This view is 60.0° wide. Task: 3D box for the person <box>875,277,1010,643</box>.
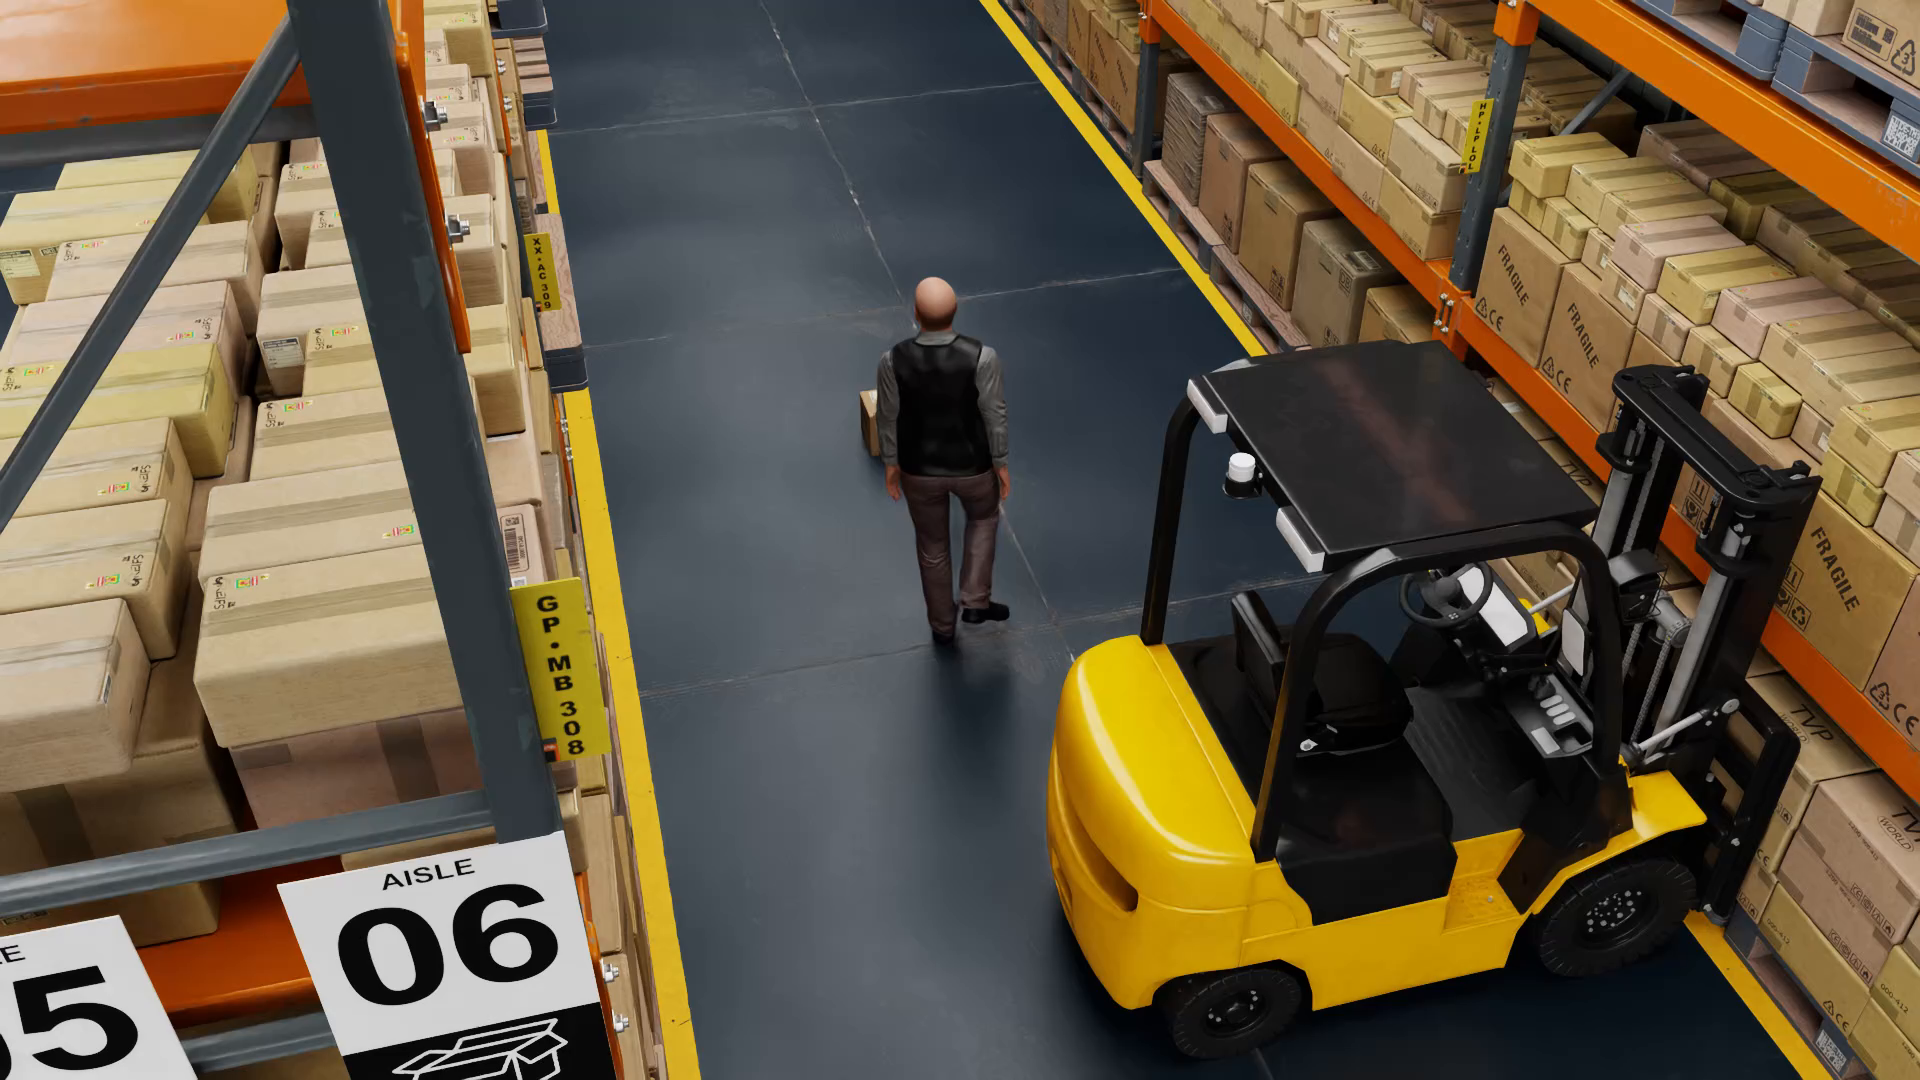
[{"bbox_3d":[-0.066,-0.303,7.105,0.576,1.713,0.480,0,38,0],"label":"person"}]
